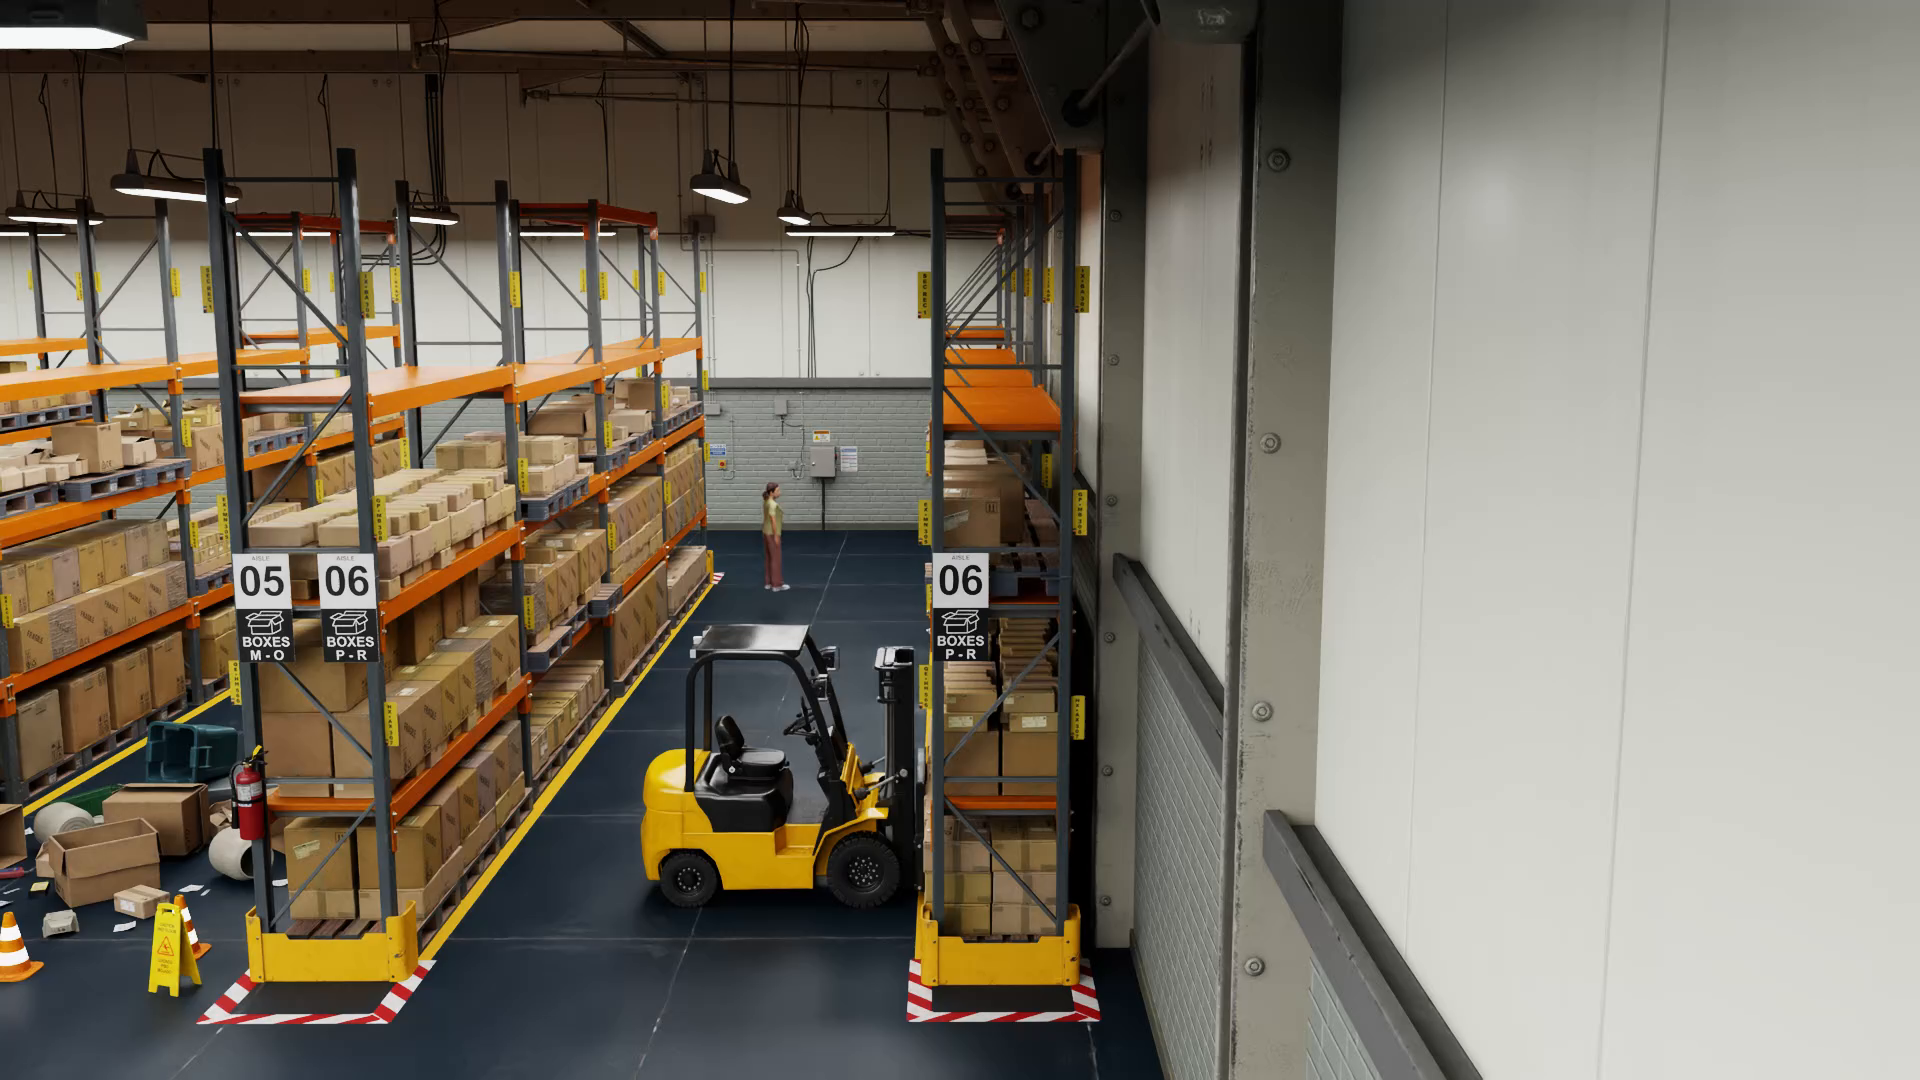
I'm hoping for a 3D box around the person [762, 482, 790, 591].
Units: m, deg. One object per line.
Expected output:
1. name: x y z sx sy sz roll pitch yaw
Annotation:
1. person: -2.849 -0.059 25.626 0.398 1.676 0.493 -4 10 -24
